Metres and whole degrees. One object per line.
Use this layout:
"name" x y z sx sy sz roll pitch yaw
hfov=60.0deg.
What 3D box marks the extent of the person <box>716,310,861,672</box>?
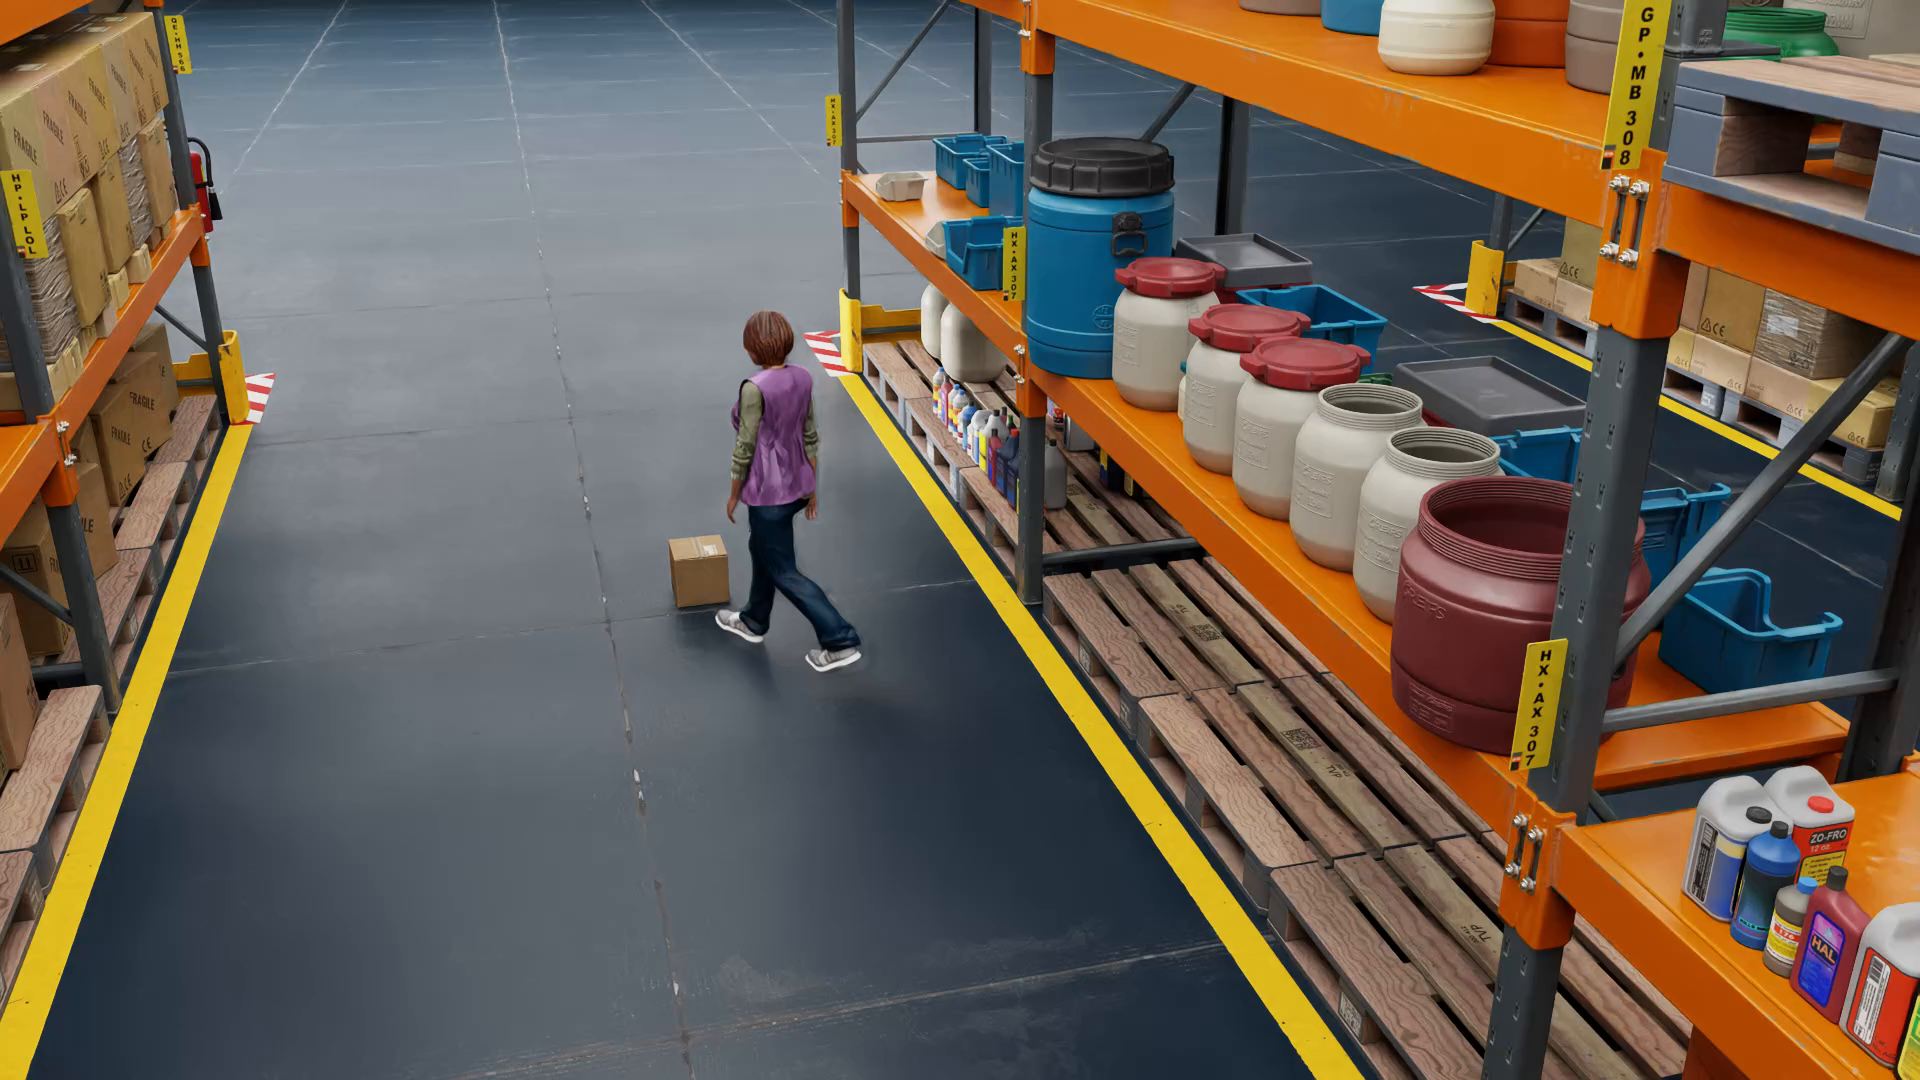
"person" -0.780 -0.184 7.070 0.879 1.530 0.408 13 27 28
